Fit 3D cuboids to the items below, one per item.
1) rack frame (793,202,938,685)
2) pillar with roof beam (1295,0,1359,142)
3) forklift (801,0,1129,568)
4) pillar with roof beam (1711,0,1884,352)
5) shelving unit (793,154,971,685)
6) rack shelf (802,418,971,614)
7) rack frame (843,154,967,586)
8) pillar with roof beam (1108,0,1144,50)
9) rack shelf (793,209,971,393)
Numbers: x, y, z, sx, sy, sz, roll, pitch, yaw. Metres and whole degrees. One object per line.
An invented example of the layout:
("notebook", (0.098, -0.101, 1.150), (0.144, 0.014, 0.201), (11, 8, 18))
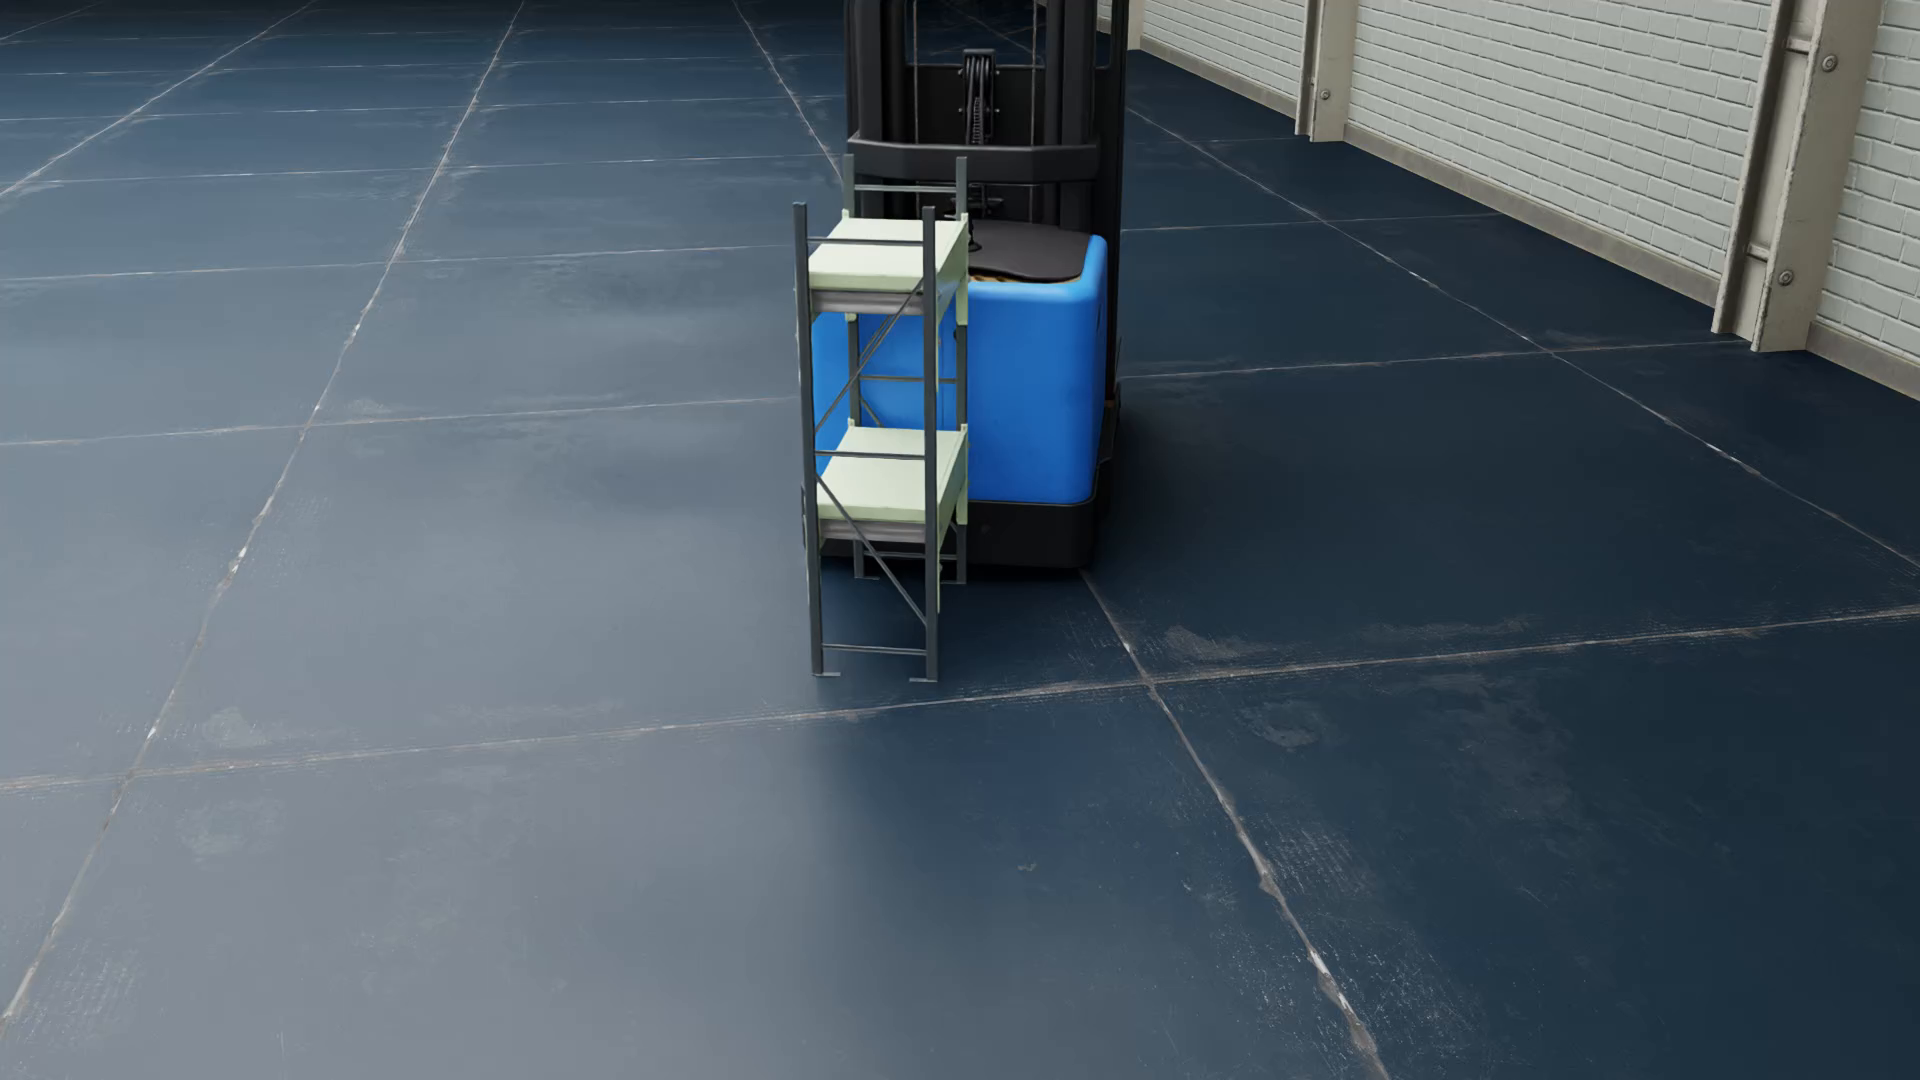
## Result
("rack frame", (-0.268, -0.248, 4.945), (0.400, 1.500, 0.023), (3, 24, 7))
("pillar with roof beam", (-1.188, -7.206, 11.506), (9.100, 9.000, 0.400), (-4, 24, -10))
("forklift", (0.131, -1.799, 6.708), (1.130, 2.935, 3.031), (3, 24, 7))
("pillar with roof beam", (-0.079, -4.846, 6.102), (9.100, 9.000, 0.400), (-4, 24, -10))
("shelving unit", (-0.222, -0.394, 5.278), (0.431, 1.500, 0.755), (3, 24, 7))
("rack shelf", (-0.222, -0.095, 5.408), (0.431, 0.370, 0.720), (3, 24, 7))
("rack frame", (-0.176, -0.539, 5.610), (0.400, 1.500, 0.023), (3, 24, 7))
("pillar with roof beam", (-2.298, -9.566, 16.910), (9.100, 9.000, 0.400), (-4, 24, -10))
("rack shelf", (-0.222, -0.751, 5.121), (0.431, 0.370, 0.720), (3, 24, 7))
